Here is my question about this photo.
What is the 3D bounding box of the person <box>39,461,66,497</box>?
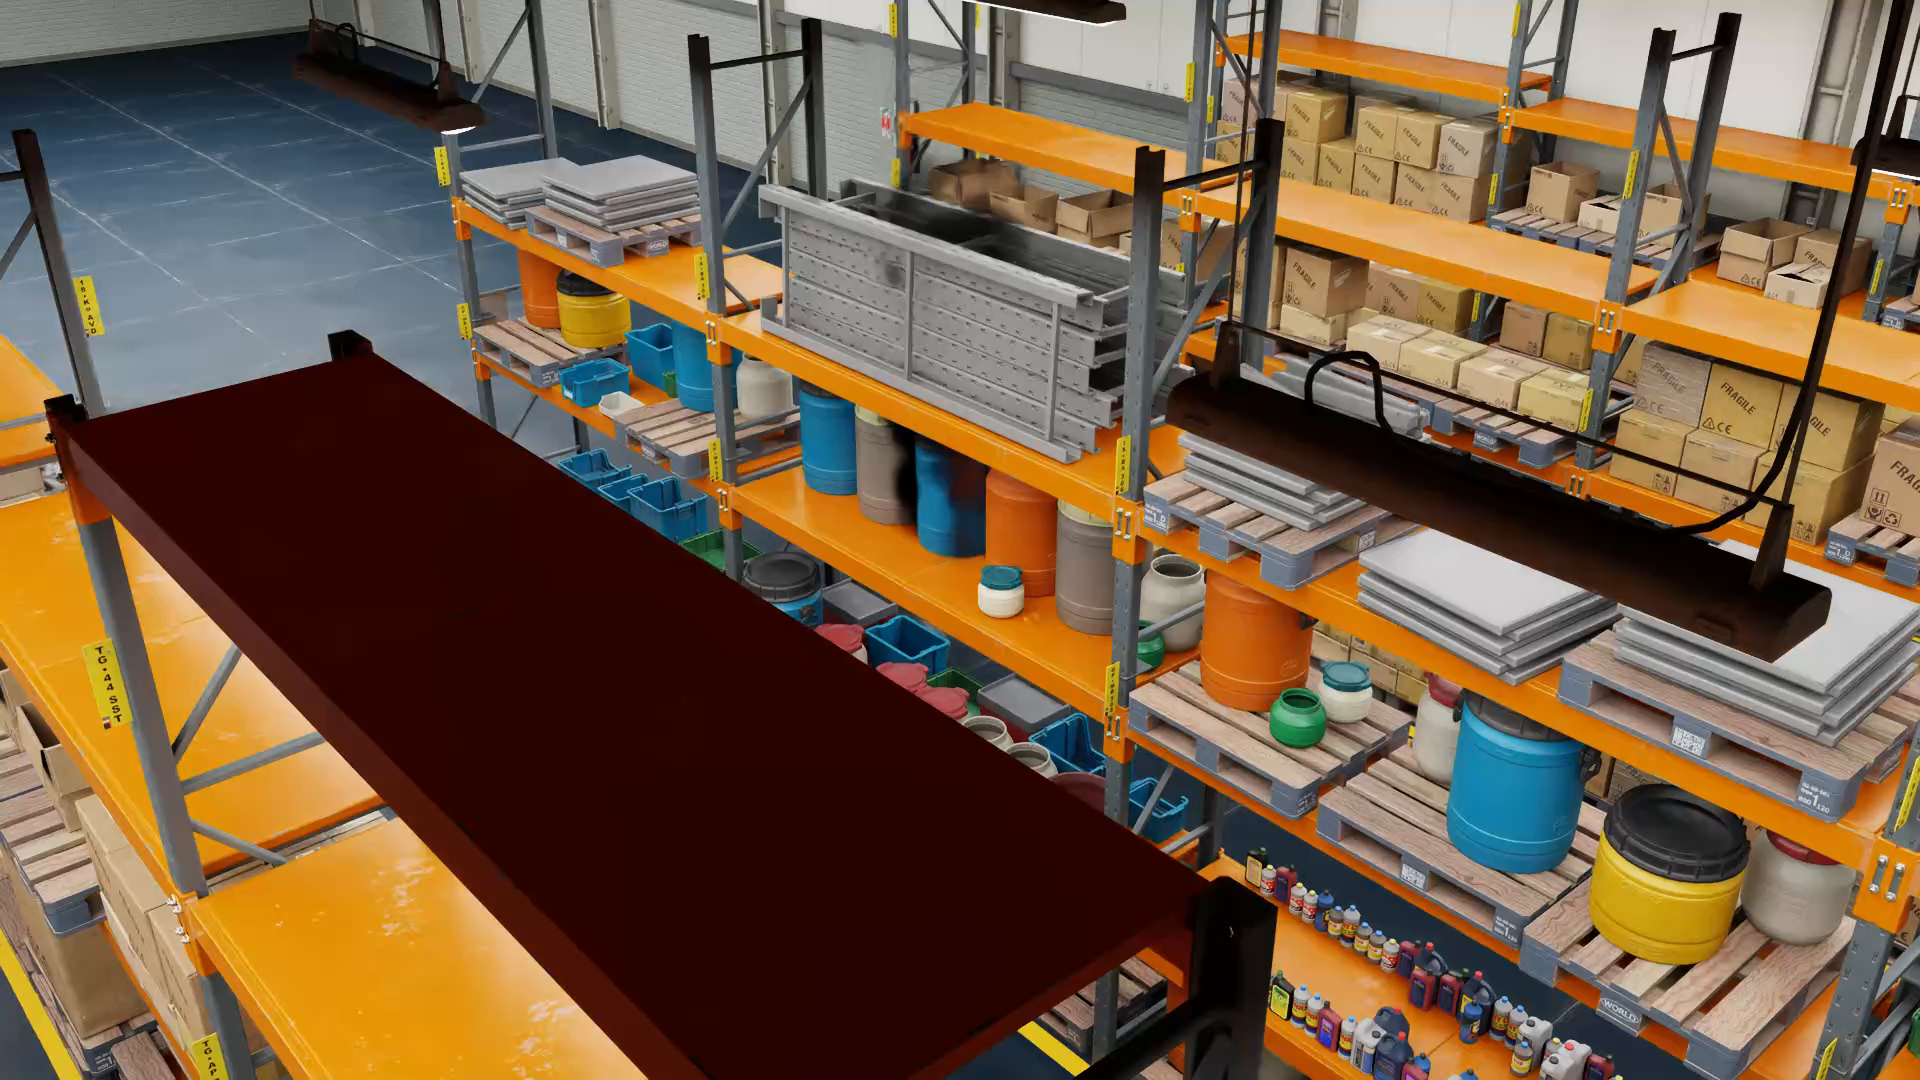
[{"bbox_3d":[-9.169,-0.559,16.746,0.703,1.796,0.636,-8,28,-15],"label":"person"}]

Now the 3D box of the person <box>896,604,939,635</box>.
[{"bbox_3d":[-0.426,0.389,14.889,0.597,1.721,0.690,21,34,36],"label":"person"}]
